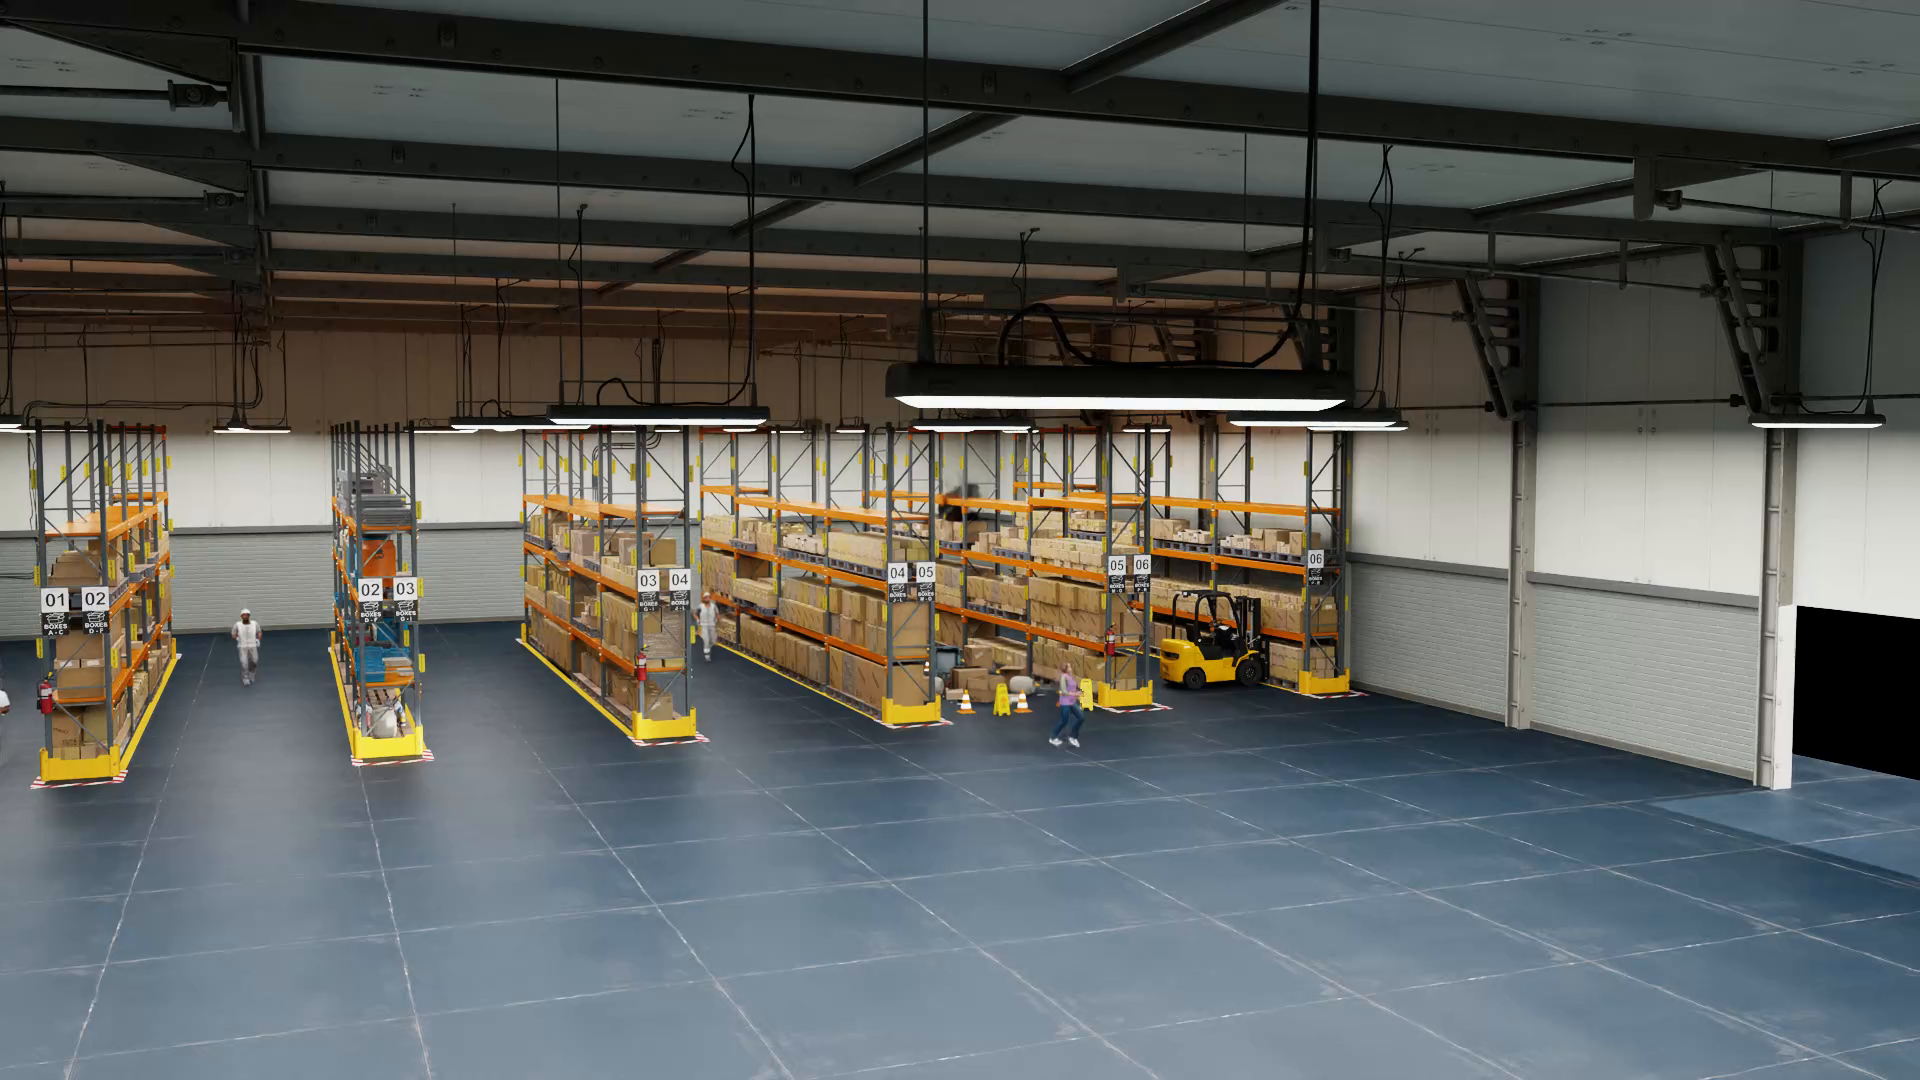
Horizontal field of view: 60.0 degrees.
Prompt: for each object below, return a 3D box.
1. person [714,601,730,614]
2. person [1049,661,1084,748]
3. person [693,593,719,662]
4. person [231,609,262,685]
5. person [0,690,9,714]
[{"bbox_3d":[-7.182,1.771,49.600,0.927,1.665,0.700,2,4,24],"label":"person"},{"bbox_3d":[1.977,3.030,30.593,0.690,1.609,0.546,2,4,29],"label":"person"},{"bbox_3d":[-6.443,2.207,42.341,0.661,1.745,0.754,-1,4,-20],"label":"person"},{"bbox_3d":[-16.331,2.461,38.123,0.669,1.737,0.589,-2,4,-30],"label":"person"},{"bbox_3d":[-16.309,3.121,27.839,0.702,1.820,0.829,-2,4,-30],"label":"person"}]
